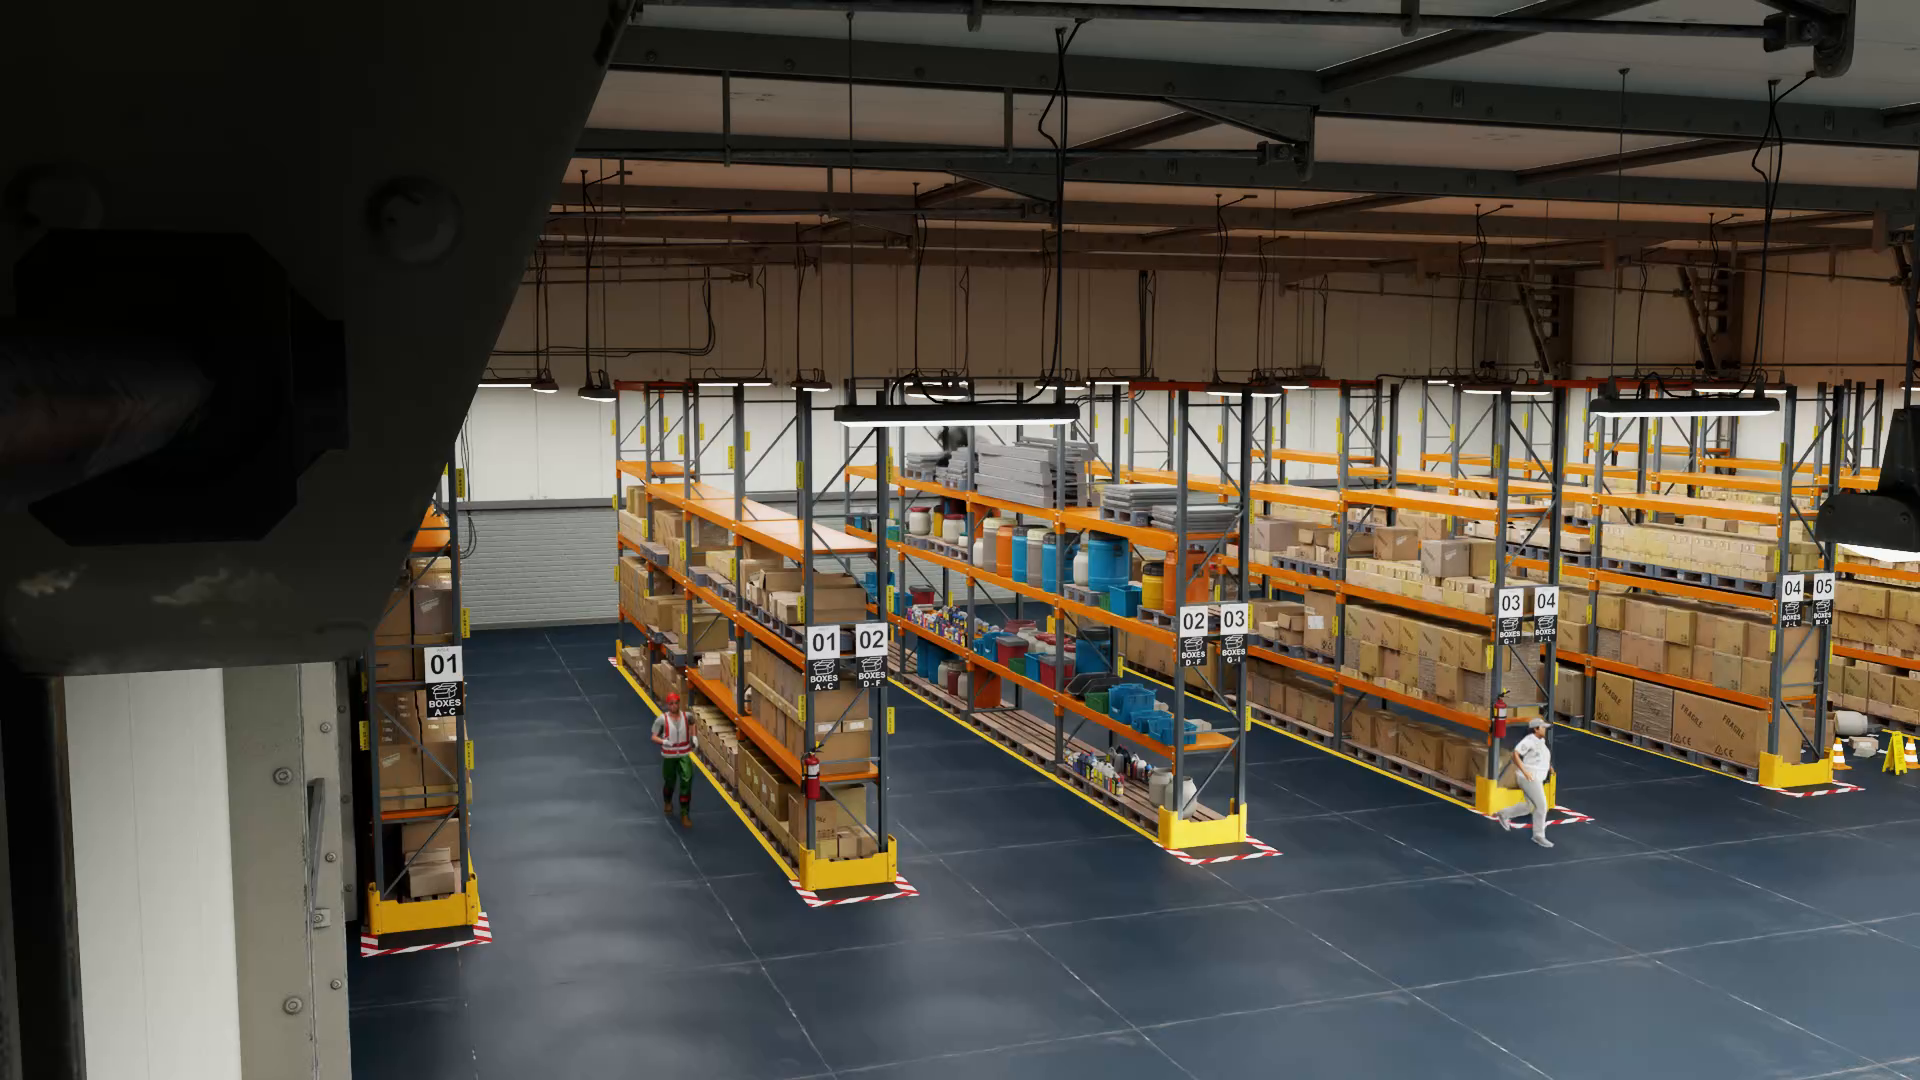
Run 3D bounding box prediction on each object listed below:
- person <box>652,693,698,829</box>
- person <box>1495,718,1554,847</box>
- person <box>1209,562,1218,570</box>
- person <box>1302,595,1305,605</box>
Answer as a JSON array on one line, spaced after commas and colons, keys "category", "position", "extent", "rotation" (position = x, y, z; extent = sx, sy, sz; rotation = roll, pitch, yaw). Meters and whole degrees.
[{"category": "person", "position": [-3.930, 3.006, 23.024], "extent": [0.664, 1.806, 0.953], "rotation": [-2, 6, -18]}, {"category": "person", "position": [7.597, 3.191, 22.204], "extent": [0.840, 1.651, 0.638], "rotation": [5, 8, 37]}, {"category": "person", "position": [6.145, 1.196, 40.890], "extent": [0.856, 1.628, 0.566], "rotation": [5, 8, 41]}, {"category": "person", "position": [8.975, 1.037, 42.088], "extent": [0.820, 1.866, 0.727], "rotation": [-3, 7, -25]}]
